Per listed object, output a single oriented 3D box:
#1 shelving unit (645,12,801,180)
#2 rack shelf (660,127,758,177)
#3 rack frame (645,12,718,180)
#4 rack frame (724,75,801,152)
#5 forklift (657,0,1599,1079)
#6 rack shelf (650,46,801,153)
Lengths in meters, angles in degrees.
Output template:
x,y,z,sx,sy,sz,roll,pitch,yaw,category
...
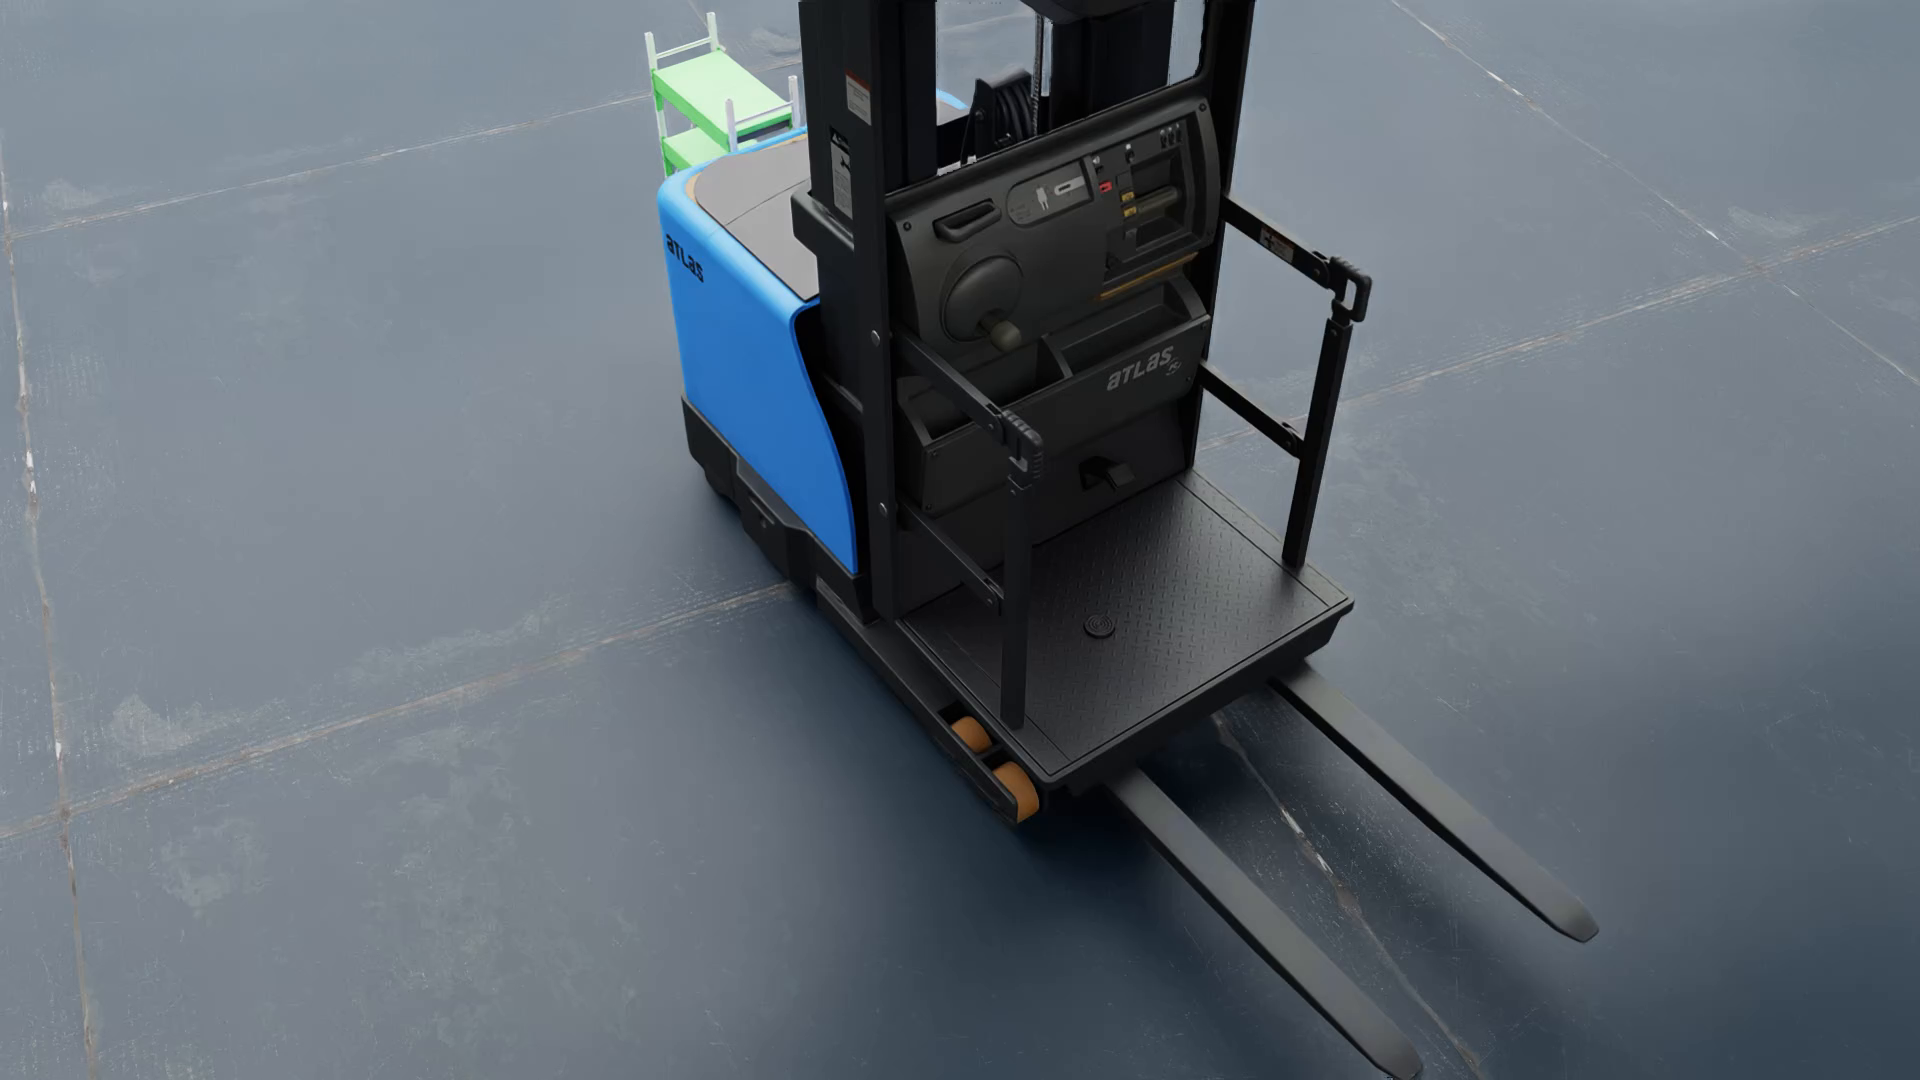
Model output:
x,y,z,sx,sy,sz,roll,pitch,yaw,category
-0.727,-1.040,5.449,0.258,1.200,0.503,-27,51,-25,shelving unit
-0.727,-1.165,5.326,0.258,0.148,0.480,-27,51,-25,rack shelf
-0.870,-1.179,5.590,0.240,1.200,0.015,-27,51,-25,rack frame
-0.585,-0.901,5.308,0.240,1.200,0.015,-27,51,-25,rack frame
0.378,-0.675,3.847,1.130,2.935,3.031,-27,51,-25,forklift
-0.727,-1.336,5.157,0.258,0.148,0.480,-27,51,-25,rack shelf
